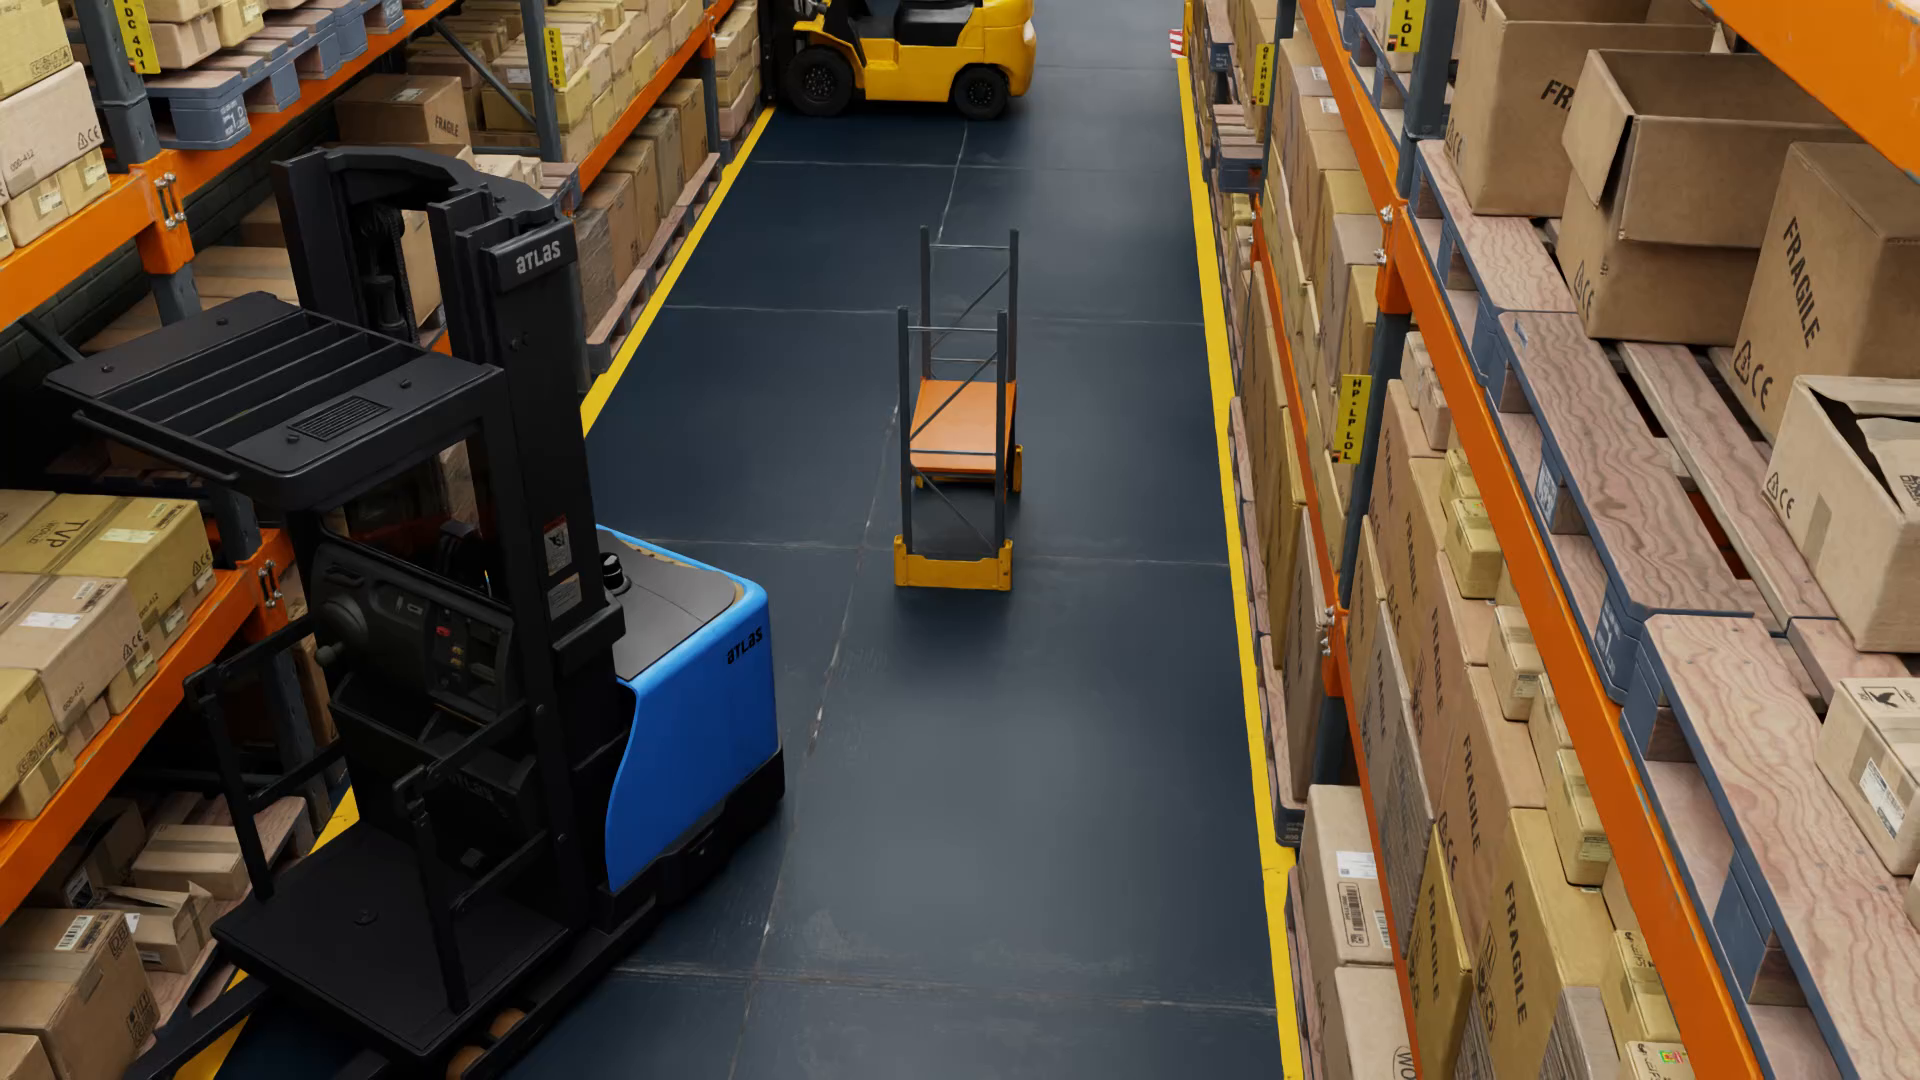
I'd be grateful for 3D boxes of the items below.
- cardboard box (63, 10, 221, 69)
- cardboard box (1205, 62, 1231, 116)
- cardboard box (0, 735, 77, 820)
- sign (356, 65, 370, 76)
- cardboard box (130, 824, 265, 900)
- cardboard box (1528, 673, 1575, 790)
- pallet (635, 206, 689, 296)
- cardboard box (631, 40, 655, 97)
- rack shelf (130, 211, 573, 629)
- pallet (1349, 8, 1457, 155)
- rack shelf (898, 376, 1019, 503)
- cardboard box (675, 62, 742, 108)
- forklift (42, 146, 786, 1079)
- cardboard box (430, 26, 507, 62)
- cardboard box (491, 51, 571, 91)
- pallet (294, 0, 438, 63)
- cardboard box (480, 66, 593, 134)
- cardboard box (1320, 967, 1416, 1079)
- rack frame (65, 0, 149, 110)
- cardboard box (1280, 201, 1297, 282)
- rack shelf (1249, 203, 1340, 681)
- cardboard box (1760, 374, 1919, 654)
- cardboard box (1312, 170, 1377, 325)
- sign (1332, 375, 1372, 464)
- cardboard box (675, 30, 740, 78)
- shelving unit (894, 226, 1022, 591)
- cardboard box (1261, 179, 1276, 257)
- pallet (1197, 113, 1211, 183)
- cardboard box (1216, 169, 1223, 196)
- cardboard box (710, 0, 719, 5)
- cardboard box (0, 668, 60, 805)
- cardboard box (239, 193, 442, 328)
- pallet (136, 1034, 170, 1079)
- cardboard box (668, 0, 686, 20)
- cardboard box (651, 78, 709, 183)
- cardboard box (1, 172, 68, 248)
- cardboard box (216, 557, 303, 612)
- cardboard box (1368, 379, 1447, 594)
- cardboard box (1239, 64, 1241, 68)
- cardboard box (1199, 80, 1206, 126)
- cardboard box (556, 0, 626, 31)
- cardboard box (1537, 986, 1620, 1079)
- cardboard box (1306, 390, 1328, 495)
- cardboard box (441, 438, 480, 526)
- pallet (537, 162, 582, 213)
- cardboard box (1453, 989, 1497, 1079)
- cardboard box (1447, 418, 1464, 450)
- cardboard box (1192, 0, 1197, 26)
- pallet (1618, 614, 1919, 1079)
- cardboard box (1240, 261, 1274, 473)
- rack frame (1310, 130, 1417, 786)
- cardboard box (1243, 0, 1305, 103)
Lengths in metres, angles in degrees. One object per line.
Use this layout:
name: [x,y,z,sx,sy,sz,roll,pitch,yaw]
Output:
cardboard box: [-2.685,-1.661,5.471,0.380,0.149,0.250,3,32,5]
cardboard box: [2.274,-3.752,13.485,0.500,0.500,0.500,2,32,3]
cardboard box: [-2.918,0.699,4.996,0.380,0.149,0.250,2,32,3]
sign: [-3.334,-2.737,9.228,0.100,0.325,0.005,2,32,4]
cardboard box: [-2.858,1.208,6.247,0.380,0.149,0.250,2,32,2]
cardboard box: [1.435,0.425,3.535,0.380,0.149,0.250,3,32,6]
pallet: [-2.572,-2.100,11.956,1.003,0.211,1.213,2,32,4]
cardboard box: [-2.376,-3.183,11.199,0.500,0.250,0.500,3,32,6]
rack shelf: [-2.943,-0.870,7.988,1.077,0.370,4.000,2,32,4]
pallet: [1.867,-1.597,5.806,0.805,0.209,1.217,1,32,2]
rack shelf: [0.007,-0.530,8.523,0.538,0.185,1.000,2,32,4]
cardboard box: [-2.107,-3.774,13.760,0.500,0.250,0.500,2,32,4]
forklift: [-1.938,0.363,5.368,1.130,2.935,3.031,18,36,27]
cardboard box: [-2.964,-2.994,10.035,0.380,0.149,0.250,2,32,4]
cardboard box: [-2.461,-2.695,9.550,0.380,0.149,0.250,3,32,5]
pallet: [-2.901,-2.208,6.794,1.213,0.211,1.003,2,32,4]
cardboard box: [-2.476,-2.592,9.763,0.500,0.250,0.500,2,32,4]
cardboard box: [1.611,1.784,5.039,0.875,0.438,0.875,2,32,3]
rack frame: [-3.106,-2.684,4.529,1.000,3.000,0.127,2,32,4]
cardboard box: [1.784,-1.376,7.791,0.500,0.250,0.500,2,32,4]
rack shelf: [2.005,-0.660,7.647,1.077,0.370,4.000,2,32,4]
cardboard box: [1.688,-0.070,2.734,0.500,0.311,0.500,3,32,5]
cardboard box: [1.723,-1.168,6.738,0.500,0.500,0.500,3,32,5]
sign: [1.300,-0.398,5.508,0.100,0.325,0.005,2,32,4]
cardboard box: [-2.102,-3.987,13.628,0.500,0.250,0.500,2,32,3]
shelving unit: [0.006,-0.678,8.421,0.587,1.500,1.083,2,32,4]
cardboard box: [1.877,-1.703,8.797,0.500,0.250,0.500,2,32,3]
pallet: [2.512,-3.269,13.853,1.003,0.211,1.213,2,32,4]
cardboard box: [2.453,-2.889,12.684,0.950,0.372,0.625,3,32,5]
cardboard box: [-2.158,-4.577,13.223,0.500,0.500,0.500,2,32,3]
cardboard box: [-2.984,0.606,4.766,0.500,0.250,0.500,2,32,4]
cardboard box: [-2.737,-1.276,7.466,0.700,0.500,0.500,2,32,4]
pallet: [-3.259,2.056,5.214,1.003,0.211,1.213,2,32,4]
cardboard box: [-2.274,-3.926,11.927,0.500,0.250,0.500,2,32,3]
cardboard box: [-2.486,-3.208,12.960,0.875,0.625,0.625,4,32,6]
cardboard box: [-2.864,-0.972,4.848,0.380,0.149,0.250,2,32,4]
cardboard box: [-2.872,0.173,6.690,0.380,0.149,0.250,2,32,3]
cardboard box: [1.562,-0.150,5.086,0.500,0.500,0.500,3,32,4]
cardboard box: [2.007,-3.079,10.726,0.380,0.149,0.250,1,32,2]
cardboard box: [2.307,-3.711,14.134,0.500,0.250,0.500,2,32,3]
cardboard box: [-2.366,-3.370,10.646,0.380,0.149,0.250,3,32,5]
cardboard box: [1.331,1.166,2.950,0.500,0.500,0.500,3,32,4]
cardboard box: [1.670,-0.368,6.631,0.500,0.250,0.500,2,32,3]
cardboard box: [-2.715,-0.299,8.358,0.500,0.500,0.500,1,32,2]
pallet: [-2.765,-1.783,8.967,1.213,0.211,1.003,2,32,4]
cardboard box: [1.379,1.334,3.631,0.500,0.500,0.500,3,32,5]
cardboard box: [1.574,-0.240,4.615,0.380,0.149,0.250,2,32,3]
cardboard box: [2.476,-5.100,15.673,0.500,0.500,0.500,1,32,2]
pallet: [1.566,0.544,2.234,1.003,0.211,1.213,2,32,4]
cardboard box: [2.028,-0.929,9.023,0.875,0.875,0.875,2,32,4]
rack frame: [1.842,0.080,5.762,1.000,3.000,0.127,2,32,4]
cardboard box: [1.958,-2.880,9.786,0.500,0.500,0.500,2,32,3]
